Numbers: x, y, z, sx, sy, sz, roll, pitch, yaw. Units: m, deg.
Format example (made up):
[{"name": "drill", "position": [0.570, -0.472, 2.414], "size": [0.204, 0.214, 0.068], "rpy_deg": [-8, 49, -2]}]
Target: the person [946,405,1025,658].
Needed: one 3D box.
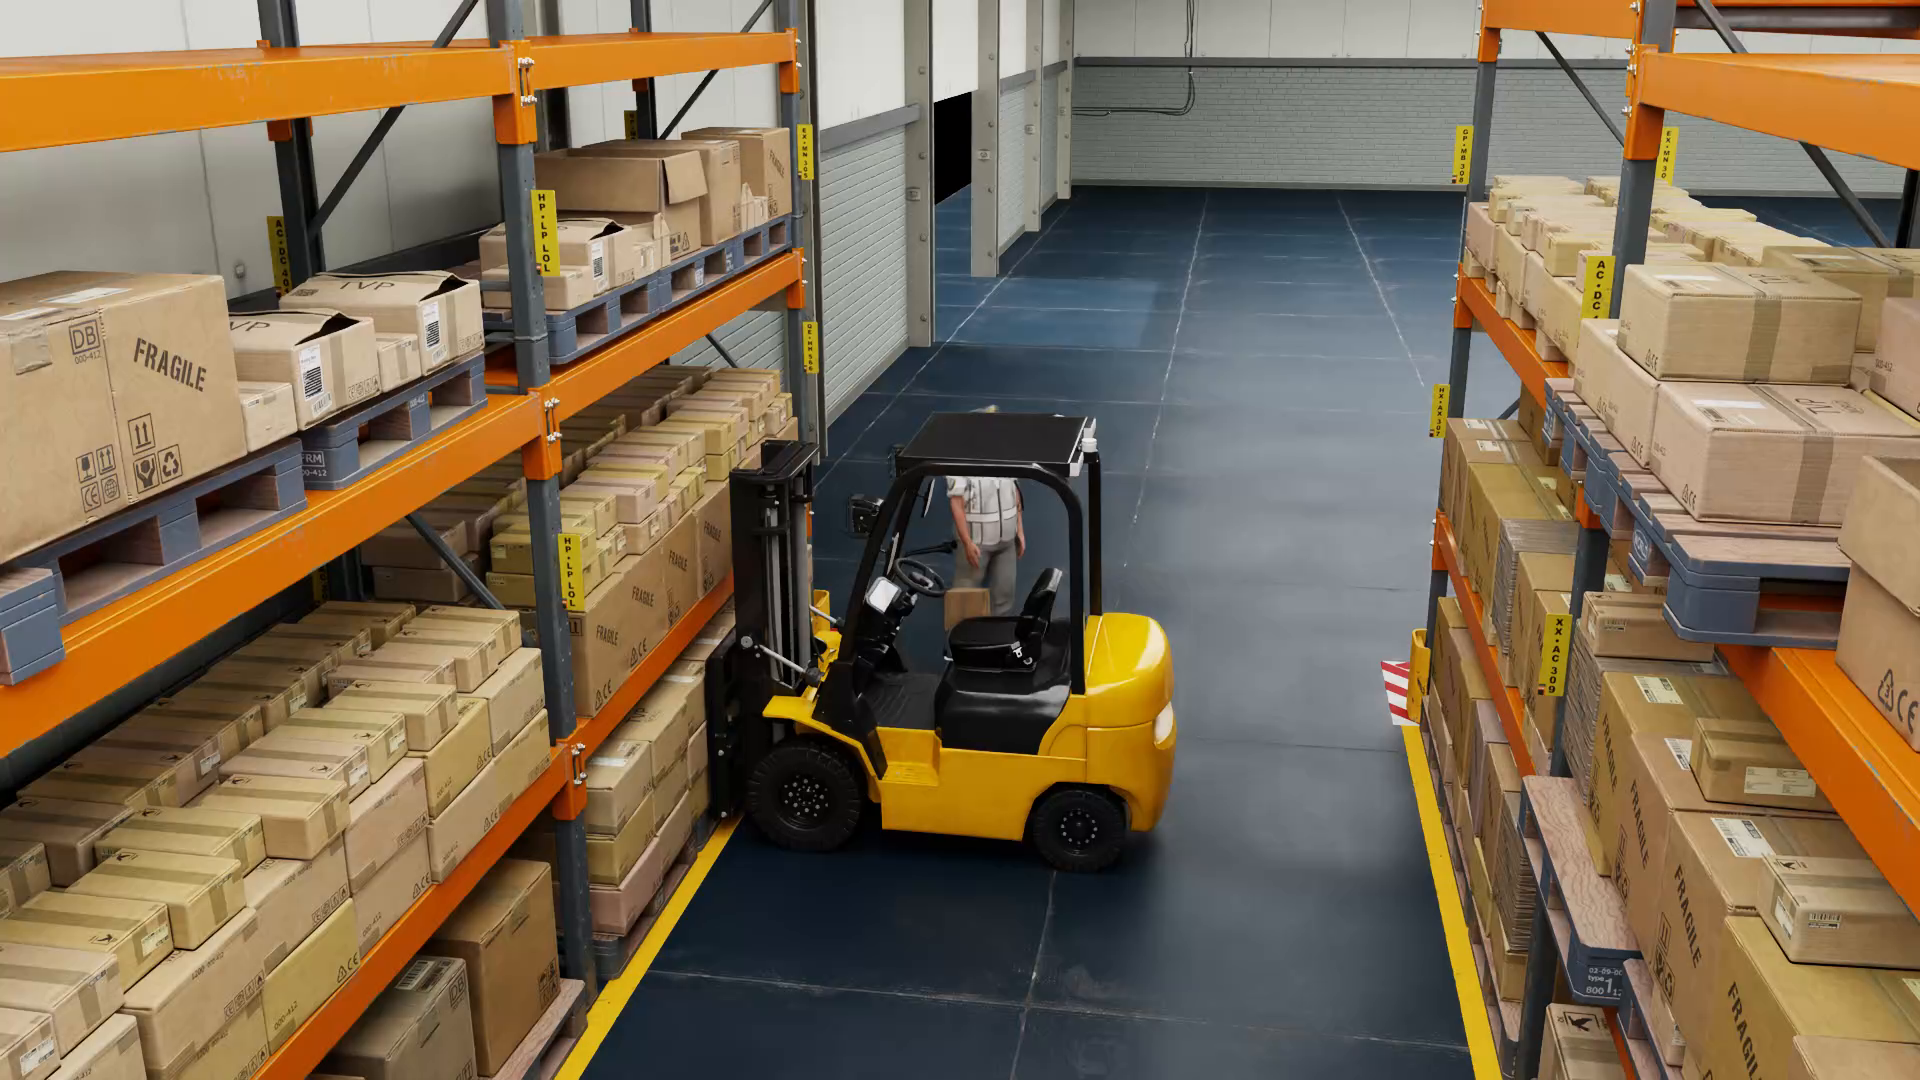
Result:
[{"name": "person", "position": [0.159, -0.010, 10.978], "size": [0.611, 1.786, 0.434], "rpy_deg": [-12, 21, -33]}]
